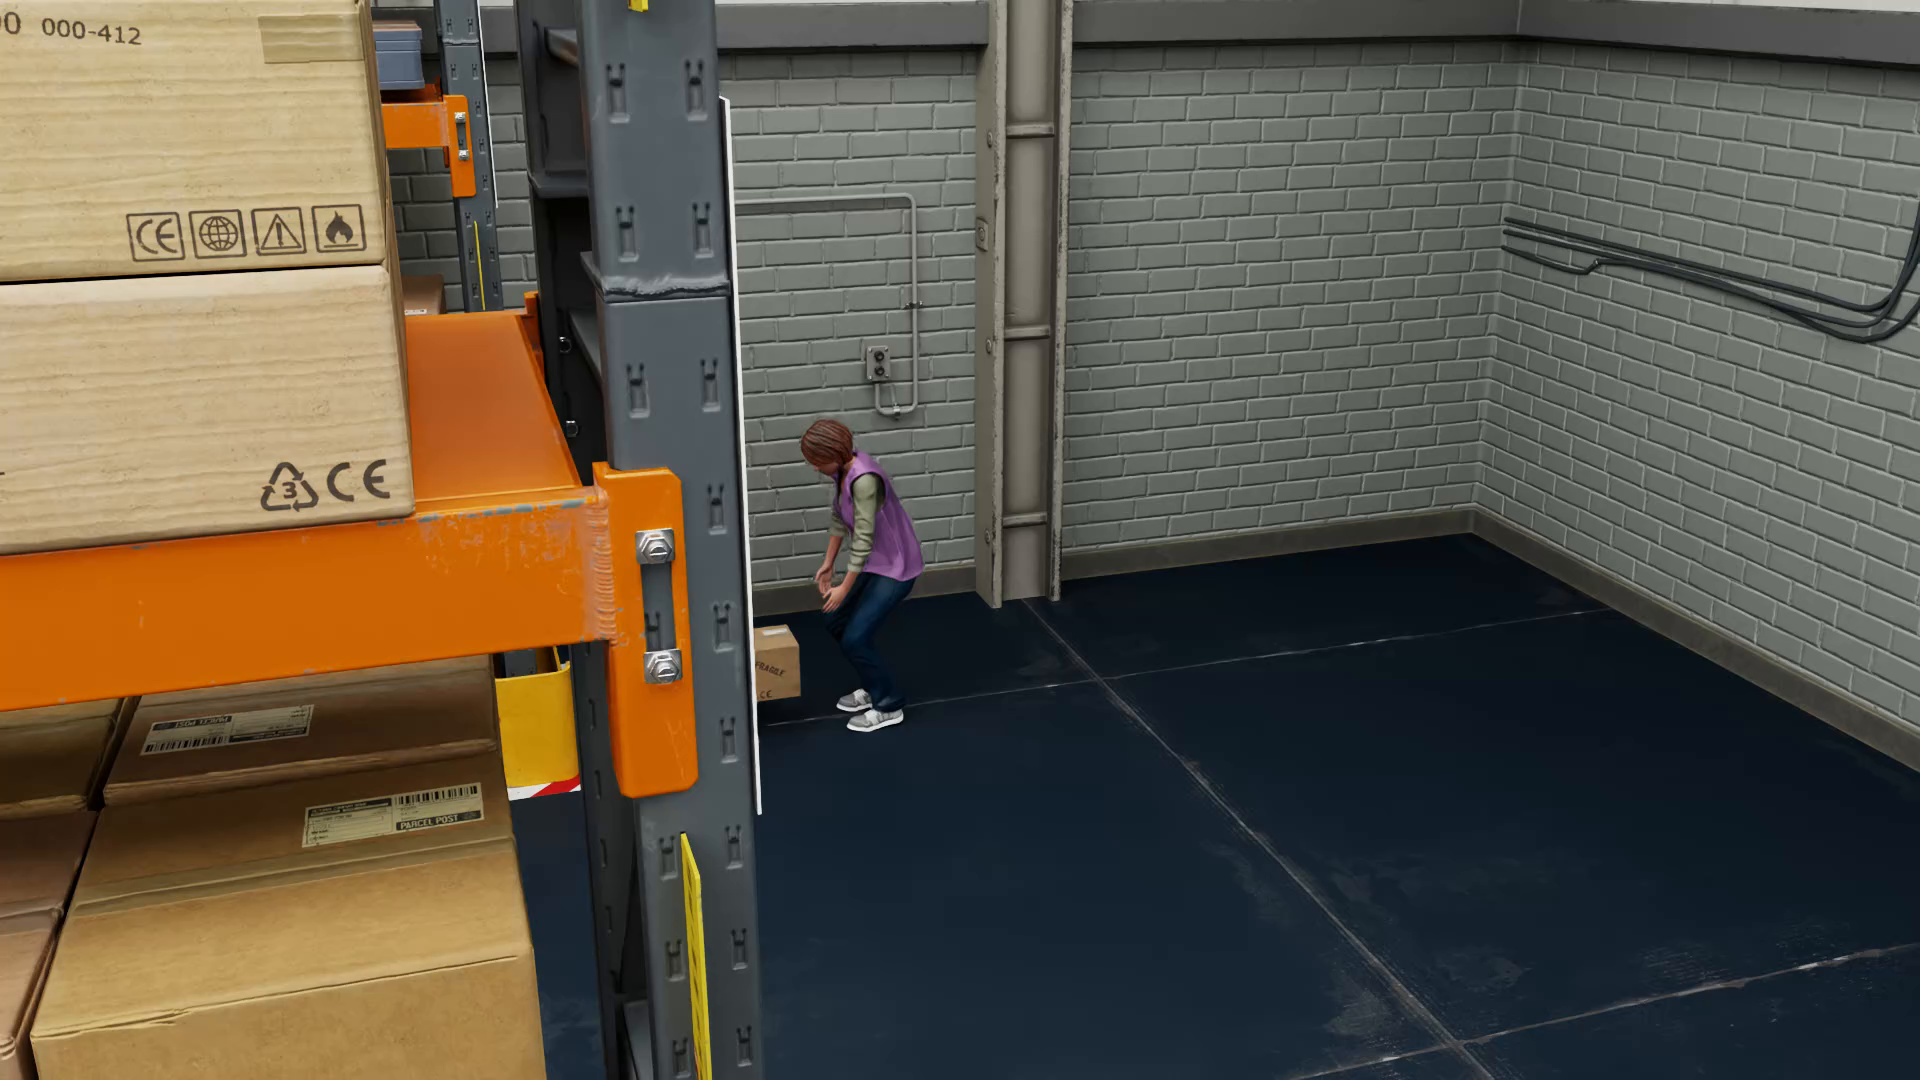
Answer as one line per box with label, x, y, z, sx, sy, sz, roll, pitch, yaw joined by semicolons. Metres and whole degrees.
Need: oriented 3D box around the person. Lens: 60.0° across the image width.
person;-0.424;0.151;7.403;0.540;1.444;0.454;-6;20;-16
